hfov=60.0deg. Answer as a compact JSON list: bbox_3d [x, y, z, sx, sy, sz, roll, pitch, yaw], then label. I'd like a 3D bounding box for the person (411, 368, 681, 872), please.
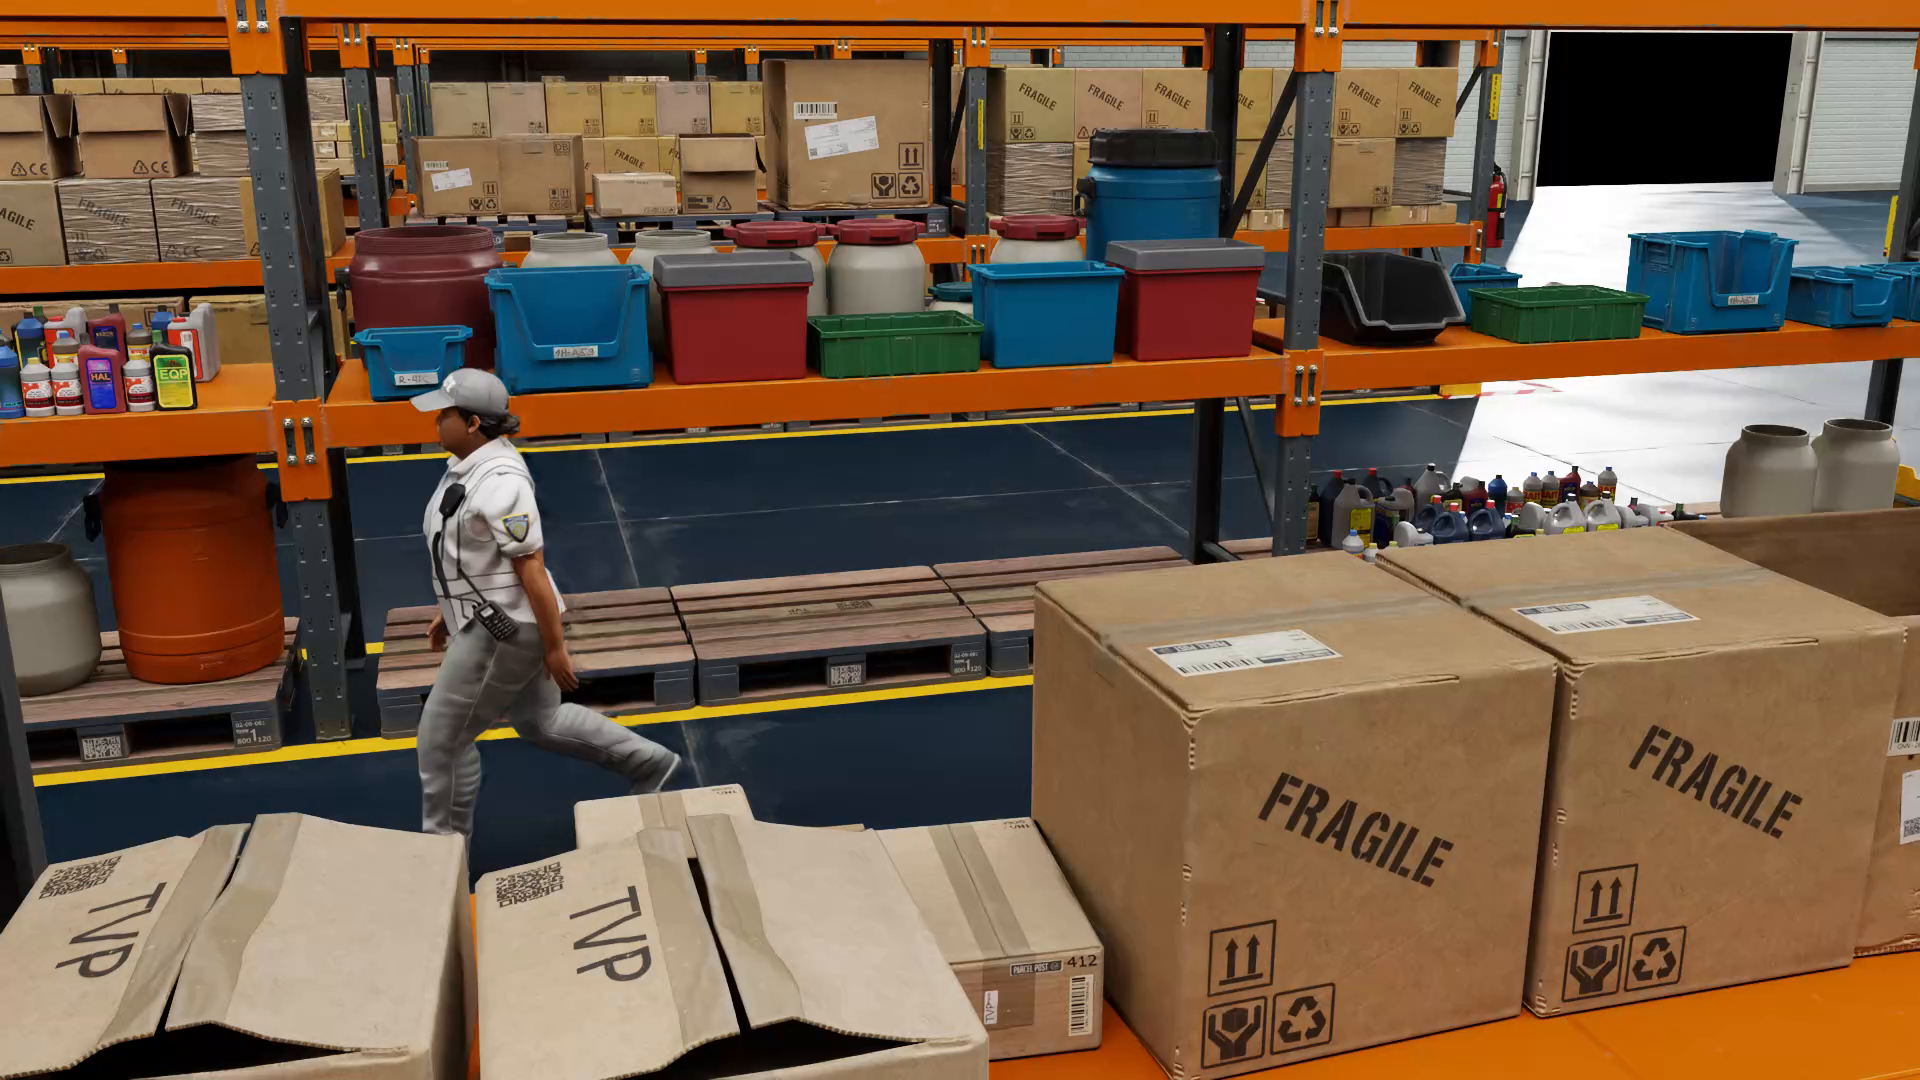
[{"bbox_3d":[-1.392,0.249,5.211,1.015,1.603,0.516,-5,17,-18],"label":"person"}]
